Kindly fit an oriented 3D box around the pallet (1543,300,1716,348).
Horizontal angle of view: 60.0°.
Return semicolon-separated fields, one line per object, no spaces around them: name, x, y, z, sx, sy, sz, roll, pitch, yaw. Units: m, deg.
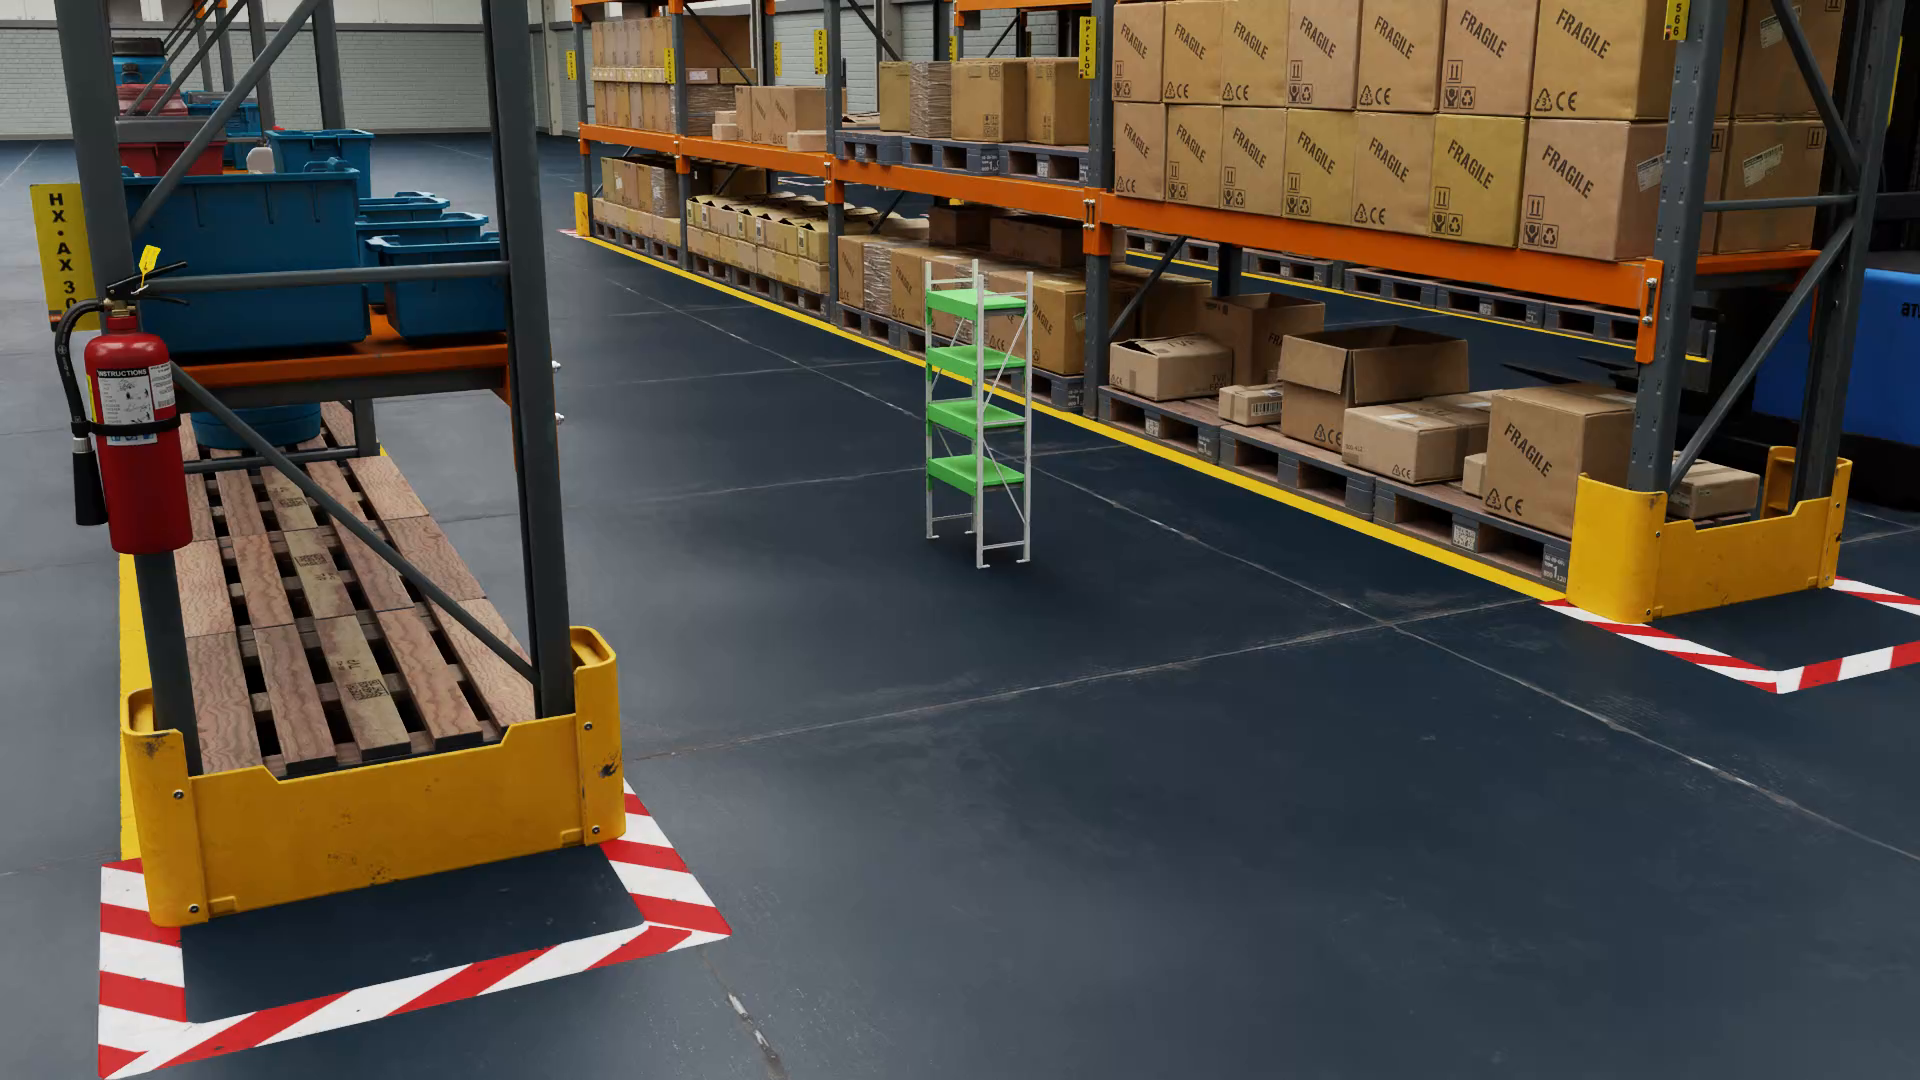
pallet;5.242;-1.651;12.621;1.003;0.211;1.213;-8;18;-25

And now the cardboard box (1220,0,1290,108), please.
cardboard box;1.602;-2.332;7.945;0.500;0.500;0.500;-8;18;-27

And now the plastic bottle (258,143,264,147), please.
plastic bottle;-3.866;-2.061;9.228;0.097;0.271;0.097;0;16;0

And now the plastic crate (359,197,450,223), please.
plastic crate;-1.894;-0.996;5.478;0.416;0.233;0.300;-8;18;-25

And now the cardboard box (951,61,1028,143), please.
cardboard box;0.367;-2.890;10.941;0.700;0.500;0.500;-13;21;-39

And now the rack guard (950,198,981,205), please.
rack guard;0.424;-4.564;22.250;1.175;0.500;0.348;-8;18;-25

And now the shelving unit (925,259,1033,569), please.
shelving unit;0.073;-0.536;6.942;0.258;1.200;0.503;-8;18;-25

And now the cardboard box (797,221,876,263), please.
cardboard box;-1.006;-2.451;13.562;0.500;0.311;0.500;-7;17;-23

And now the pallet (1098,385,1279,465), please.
pallet;1.497;-0.699;9.303;1.003;0.211;1.213;-8;18;-25

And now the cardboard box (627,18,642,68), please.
cardboard box;-3.168;-5.348;17.914;0.700;0.500;0.500;-8;18;-25

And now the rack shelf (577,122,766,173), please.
rack shelf;-3.184;-4.343;18.252;1.077;0.370;4.000;-8;18;-25

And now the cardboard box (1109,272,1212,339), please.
cardboard box;1.204;-1.369;10.317;0.500;0.500;0.500;-9;18;-27

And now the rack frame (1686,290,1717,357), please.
rack frame;5.648;-2.809;11.602;1.000;3.000;0.127;-8;18;-25

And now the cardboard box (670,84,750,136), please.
cardboard box;-2.508;-4.351;16.792;0.700;0.500;0.500;-8;18;-26

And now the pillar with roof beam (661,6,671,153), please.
pillar with roof beam;-10.280;-12.542;34.643;9.100;9.000;0.400;-8;18;-25

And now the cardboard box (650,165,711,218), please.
cardboard box;-2.916;-3.648;17.389;0.500;0.500;0.500;-8;18;-25

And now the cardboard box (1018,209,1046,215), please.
cardboard box;1.140;-4.283;20.471;0.700;0.500;0.500;-9;18;-28

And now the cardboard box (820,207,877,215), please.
cardboard box;-0.980;-2.773;14.681;0.500;0.311;0.500;-8;18;-26

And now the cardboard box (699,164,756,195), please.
cardboard box;-2.456;-3.710;17.604;0.500;0.500;0.500;-8;18;-25

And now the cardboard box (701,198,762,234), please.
cardboard box;-2.136;-3.086;15.772;0.500;0.311;0.500;-8;18;-26

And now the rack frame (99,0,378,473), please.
rack frame;-3.257;-1.612;7.430;1.000;3.000;0.127;-8;18;-25

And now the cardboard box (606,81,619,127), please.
cardboard box;-3.633;-4.986;19.007;0.700;0.500;0.500;-7;17;-23

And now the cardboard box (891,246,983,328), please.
cardboard box;-0.163;-1.810;11.854;0.500;0.500;0.500;-8;18;-26

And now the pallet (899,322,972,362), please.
pallet;0.268;-1.369;11.640;1.003;0.211;1.213;-8;18;-25

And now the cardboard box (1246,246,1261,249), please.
cardboard box;3.169;-3.245;16.854;0.700;0.500;0.500;-8;18;-25

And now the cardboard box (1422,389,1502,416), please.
cardboard box;2.528;-0.525;7.828;0.500;0.250;0.500;-8;18;-25

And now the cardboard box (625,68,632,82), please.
cardboard box;-3.409;-5.040;18.020;0.380;0.149;0.250;-7;18;-24

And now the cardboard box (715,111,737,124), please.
cardboard box;-2.053;-4.004;16.039;0.500;0.250;0.500;-6;17;-21

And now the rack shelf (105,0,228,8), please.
rack shelf;-5.886;-4.196;12.300;1.077;0.370;4.000;-8;18;-25

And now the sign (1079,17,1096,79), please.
sign;0.700;-2.698;9.116;0.100;0.325;0.005;-8;18;-25

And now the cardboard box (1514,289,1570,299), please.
cardboard box;4.855;-2.343;13.114;0.750;0.750;0.750;-7;17;-23

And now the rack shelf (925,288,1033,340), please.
rack shelf;0.072;-0.936;6.827;0.258;0.148;0.480;-8;18;-25

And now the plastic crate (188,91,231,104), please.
plastic crate;-6.275;-3.543;14.044;0.402;0.464;0.583;-8;18;-25

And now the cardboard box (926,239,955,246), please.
cardboard box;0.065;-2.008;12.544;0.500;0.500;0.500;-7;17;-23

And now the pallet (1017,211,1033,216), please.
pallet;1.279;-3.918;20.520;1.003;0.211;1.213;-8;18;-25

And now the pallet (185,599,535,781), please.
pallet;-1.832;0.511;5.087;1.003;0.211;1.213;-8;18;-25

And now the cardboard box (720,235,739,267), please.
cardboard box;-1.902;-2.689;15.405;0.500;0.250;0.500;-8;18;-27

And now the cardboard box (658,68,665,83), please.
cardboard box;-2.843;-4.721;16.906;0.380;0.149;0.250;-8;18;-27

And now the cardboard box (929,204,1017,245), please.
cardboard box;0.094;-2.355;12.393;0.500;0.250;0.500;-7;17;-23

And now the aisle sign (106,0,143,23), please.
aisle sign;-8.809;-5.820;17.379;0.394;0.787;0.004;-8;18;-25

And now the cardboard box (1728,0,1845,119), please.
cardboard box;2.992;-1.888;6.399;0.500;0.500;0.500;-7;17;-23

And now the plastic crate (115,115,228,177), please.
plastic crate;-3.092;-1.420;6.536;0.402;0.464;0.583;-8;18;-25

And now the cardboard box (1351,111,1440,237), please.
cardboard box;2.064;-1.597;7.195;0.500;0.500;0.500;-8;18;-24

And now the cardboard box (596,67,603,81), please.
cardboard box;-3.964;-5.357;19.121;0.380;0.149;0.250;-8;18;-26

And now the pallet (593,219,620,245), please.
pallet;-3.688;-3.660;19.623;1.003;0.211;1.213;-8;18;-25

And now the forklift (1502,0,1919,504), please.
forklift;4.270;-1.937;8.688;1.130;2.935;3.031;-7;18;-24

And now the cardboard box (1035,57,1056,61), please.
cardboard box;1.224;-5.420;19.576;0.500;0.500;0.500;-8;18;-26

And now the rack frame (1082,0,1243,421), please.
rack frame;1.197;-2.210;9.513;1.000;3.000;0.127;-8;18;-25

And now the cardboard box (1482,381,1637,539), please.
cardboard box;2.490;-0.333;6.707;0.500;0.500;0.500;-8;18;-25

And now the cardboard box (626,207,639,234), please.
cardboard box;-3.370;-3.533;18.349;0.500;0.250;0.500;-8;18;-25

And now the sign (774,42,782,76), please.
sign;-1.824;-4.780;16.513;0.100;0.325;0.005;-8;18;-25

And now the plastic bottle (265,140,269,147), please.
plastic bottle;-4.229;-2.357;10.259;0.097;0.271;0.097;0;16;0

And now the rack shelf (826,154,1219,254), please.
rack shelf;0.321;-2.360;11.340;1.077;0.370;4.000;-8;18;-25

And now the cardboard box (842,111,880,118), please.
cardboard box;-0.773;-3.404;13.835;0.500;0.311;0.500;-8;18;-26
